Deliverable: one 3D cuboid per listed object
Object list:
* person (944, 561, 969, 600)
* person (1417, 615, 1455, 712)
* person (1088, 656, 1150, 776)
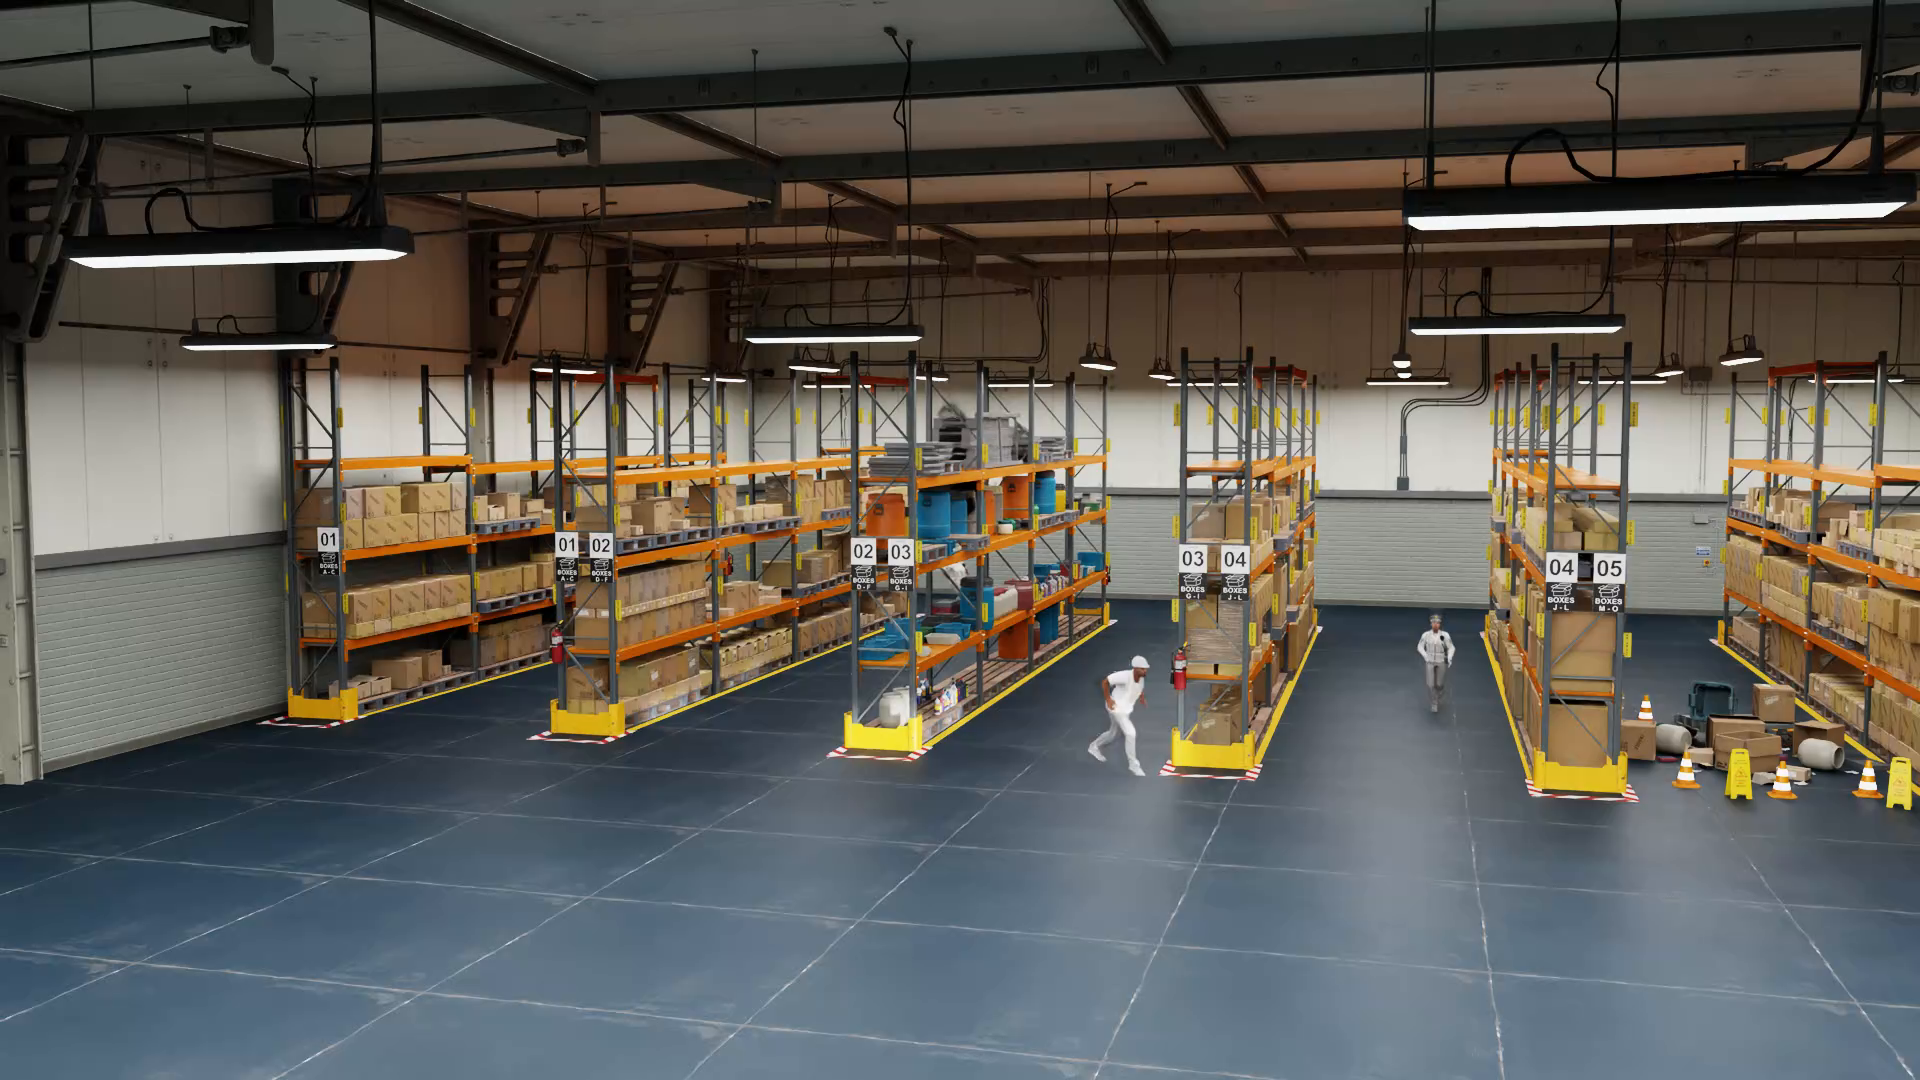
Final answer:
[{"bbox_3d":[-0.054,1.115,41.908,0.639,1.681,0.771,-4,6,-43],"label":"person"},{"bbox_3d":[8.143,2.097,28.479,0.616,1.659,0.554,1,4,19],"label":"person"},{"bbox_3d":[2.229,2.461,23.514,1.060,1.715,0.746,4,6,44],"label":"person"}]
